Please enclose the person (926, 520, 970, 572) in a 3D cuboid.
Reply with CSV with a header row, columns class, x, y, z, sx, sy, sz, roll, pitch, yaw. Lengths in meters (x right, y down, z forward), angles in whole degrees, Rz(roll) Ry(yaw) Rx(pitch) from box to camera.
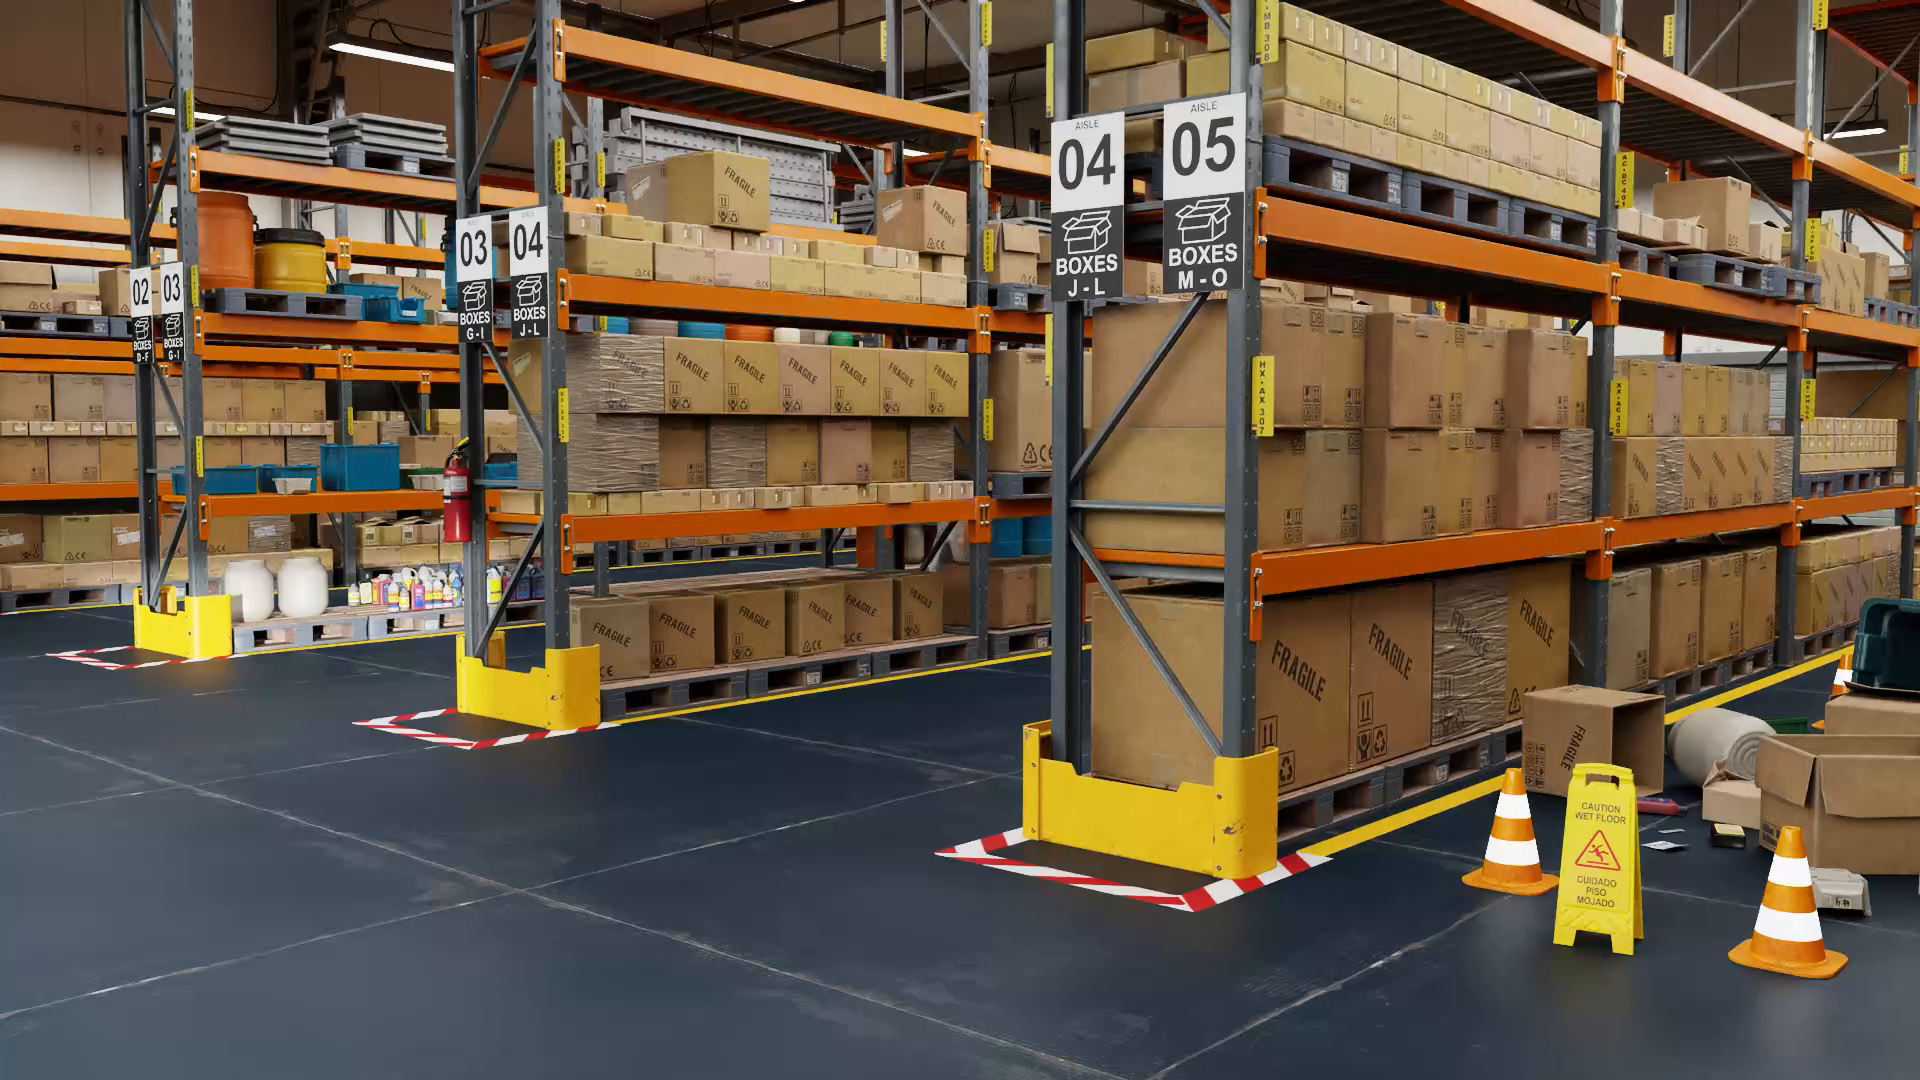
class,x,y,z,sx,sy,sz,roll,pitch,yaw
person,-0.019,-0.024,15.887,0.978,1.628,0.455,-3,5,-44
